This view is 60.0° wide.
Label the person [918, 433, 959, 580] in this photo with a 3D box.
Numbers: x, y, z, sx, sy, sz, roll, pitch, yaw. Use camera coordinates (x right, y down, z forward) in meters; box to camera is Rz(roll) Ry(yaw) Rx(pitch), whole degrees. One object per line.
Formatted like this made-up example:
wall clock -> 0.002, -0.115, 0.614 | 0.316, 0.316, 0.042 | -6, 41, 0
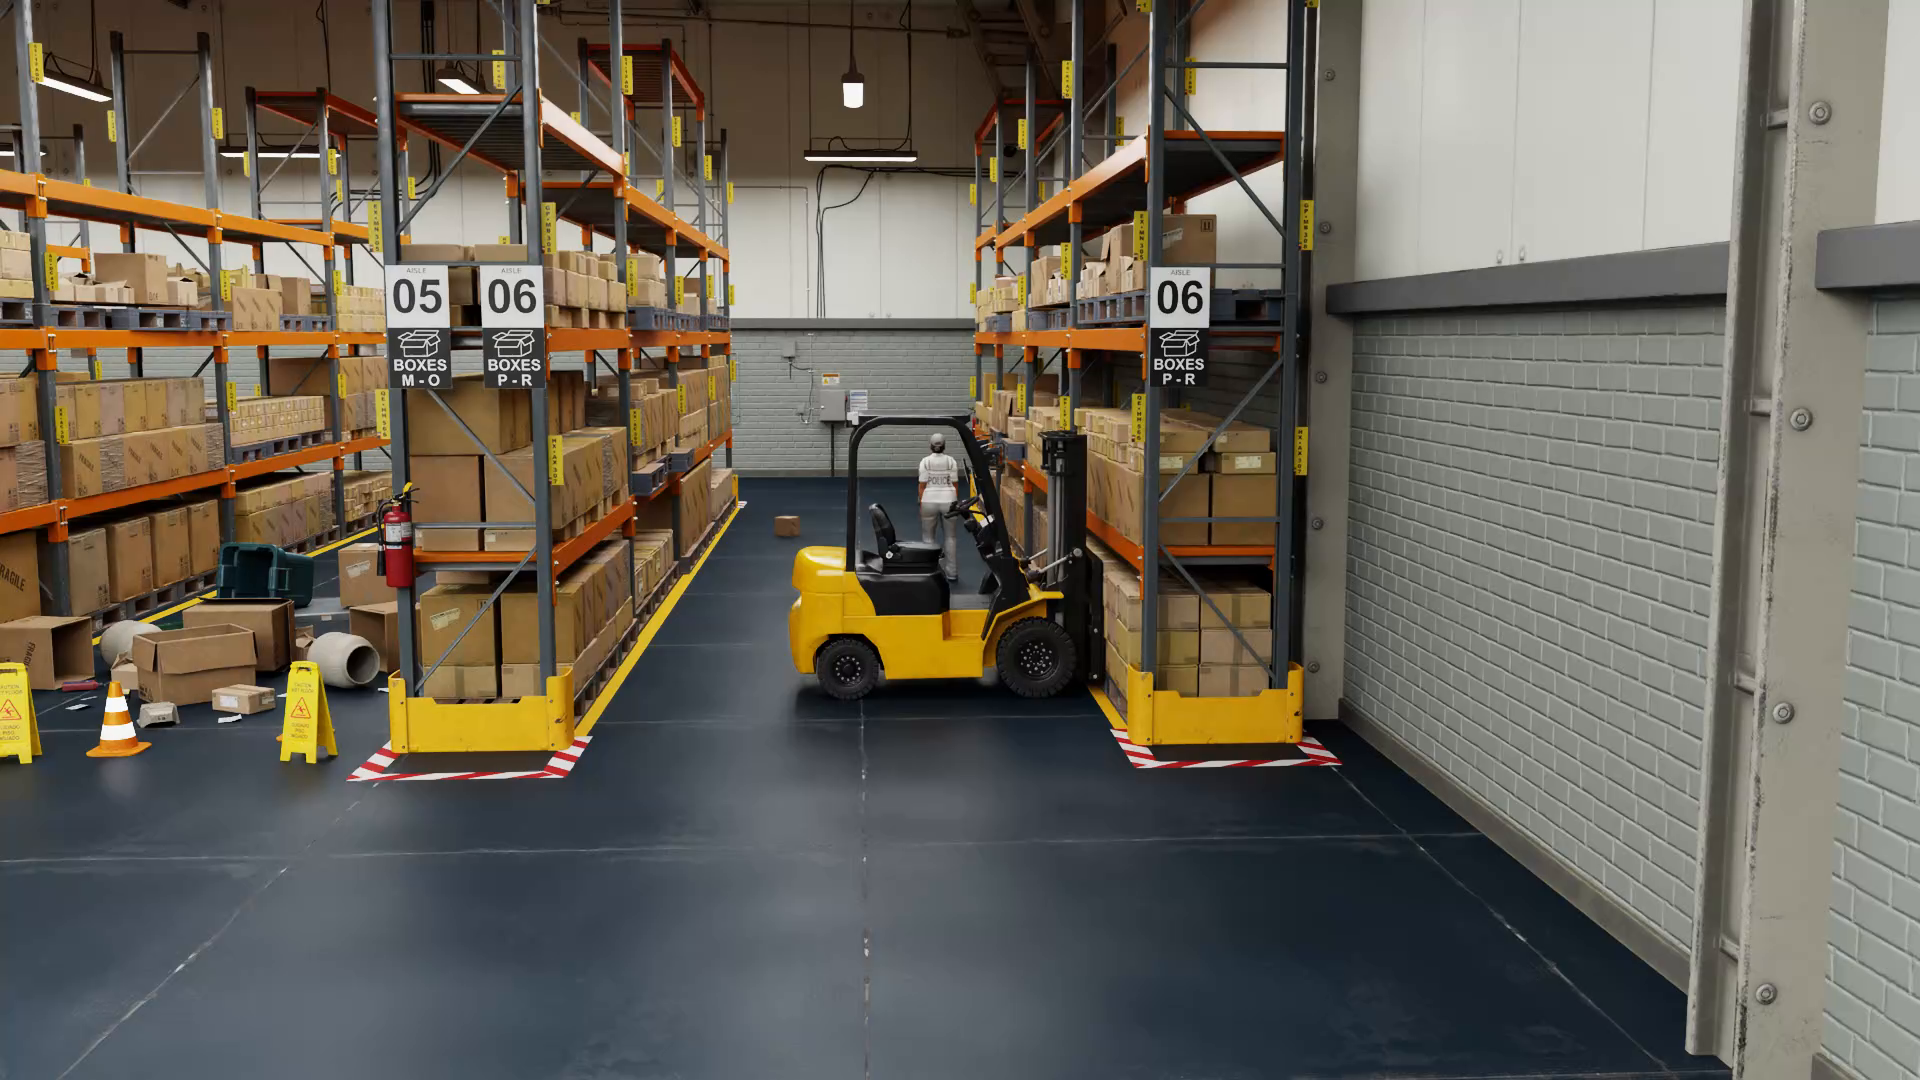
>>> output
person -> -0.238, -0.370, 18.774 | 0.483, 1.668, 0.395 | -1, 7, -10
